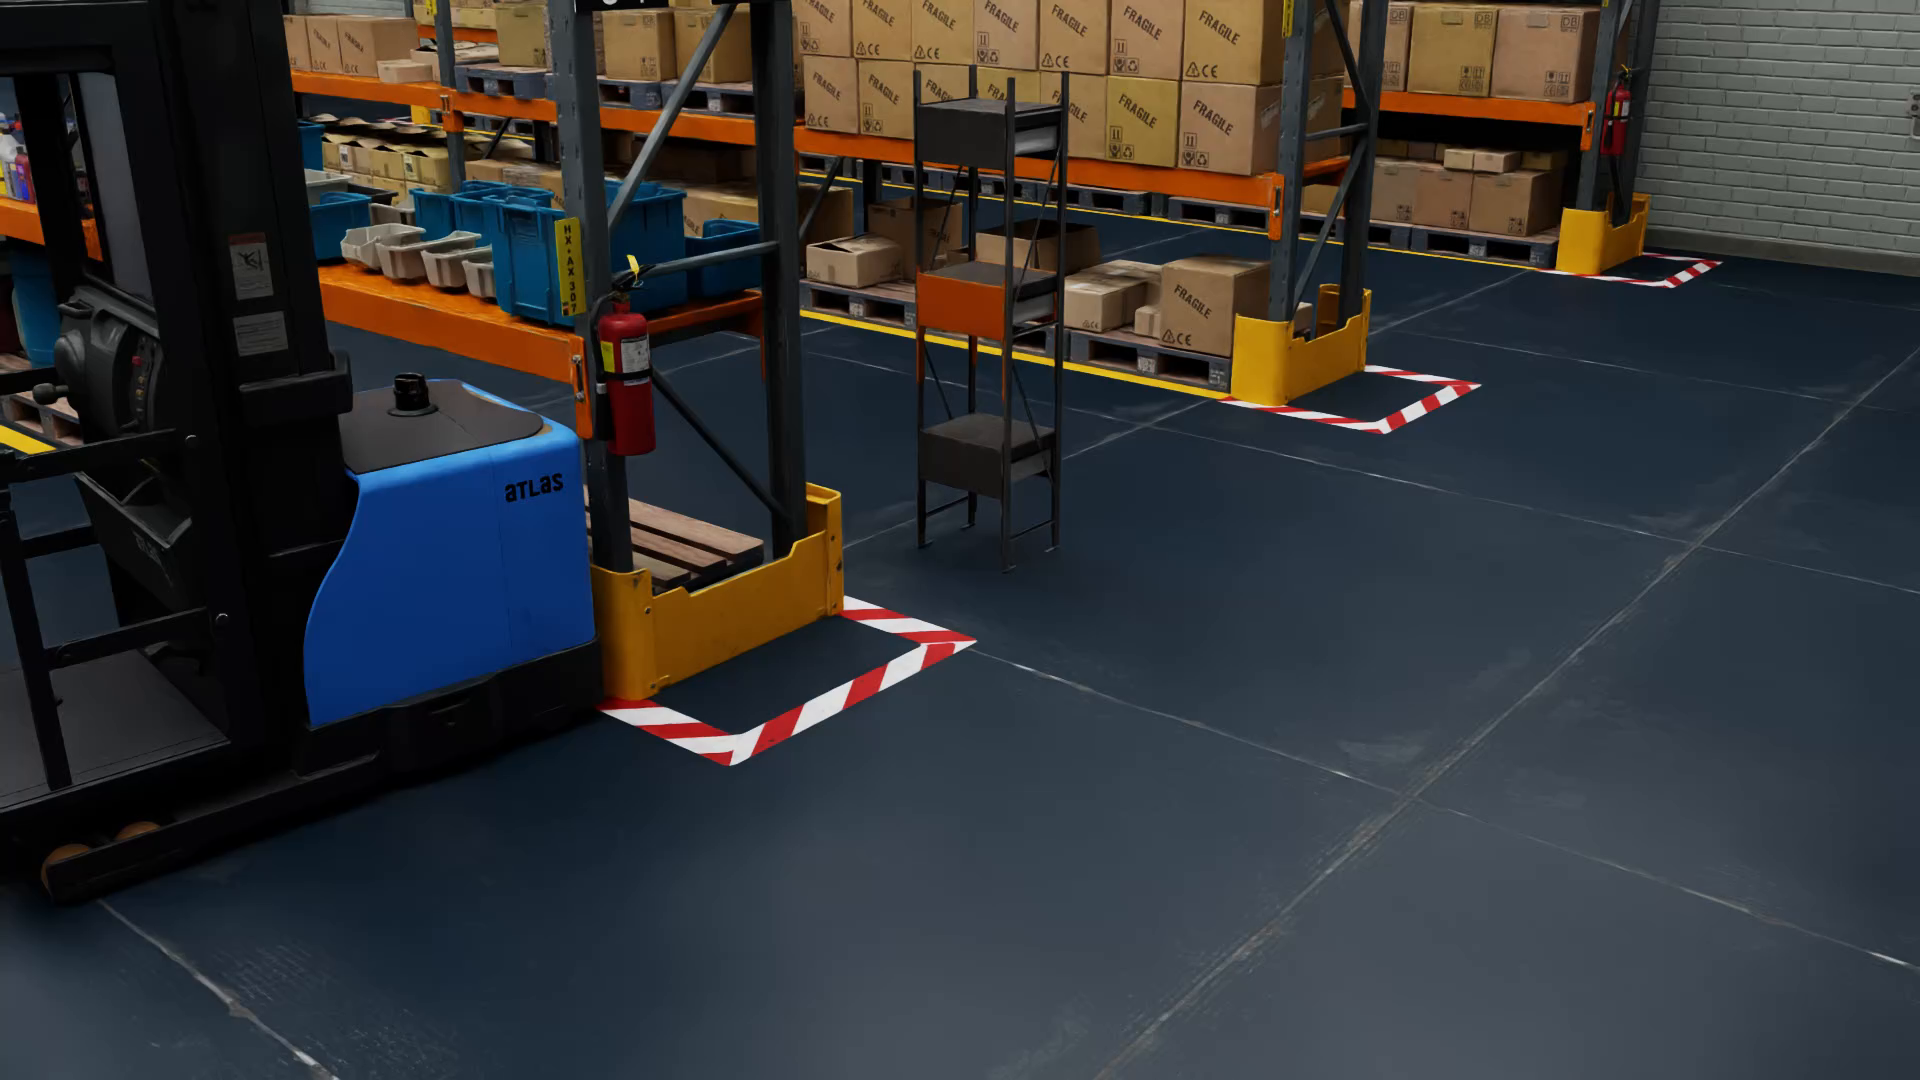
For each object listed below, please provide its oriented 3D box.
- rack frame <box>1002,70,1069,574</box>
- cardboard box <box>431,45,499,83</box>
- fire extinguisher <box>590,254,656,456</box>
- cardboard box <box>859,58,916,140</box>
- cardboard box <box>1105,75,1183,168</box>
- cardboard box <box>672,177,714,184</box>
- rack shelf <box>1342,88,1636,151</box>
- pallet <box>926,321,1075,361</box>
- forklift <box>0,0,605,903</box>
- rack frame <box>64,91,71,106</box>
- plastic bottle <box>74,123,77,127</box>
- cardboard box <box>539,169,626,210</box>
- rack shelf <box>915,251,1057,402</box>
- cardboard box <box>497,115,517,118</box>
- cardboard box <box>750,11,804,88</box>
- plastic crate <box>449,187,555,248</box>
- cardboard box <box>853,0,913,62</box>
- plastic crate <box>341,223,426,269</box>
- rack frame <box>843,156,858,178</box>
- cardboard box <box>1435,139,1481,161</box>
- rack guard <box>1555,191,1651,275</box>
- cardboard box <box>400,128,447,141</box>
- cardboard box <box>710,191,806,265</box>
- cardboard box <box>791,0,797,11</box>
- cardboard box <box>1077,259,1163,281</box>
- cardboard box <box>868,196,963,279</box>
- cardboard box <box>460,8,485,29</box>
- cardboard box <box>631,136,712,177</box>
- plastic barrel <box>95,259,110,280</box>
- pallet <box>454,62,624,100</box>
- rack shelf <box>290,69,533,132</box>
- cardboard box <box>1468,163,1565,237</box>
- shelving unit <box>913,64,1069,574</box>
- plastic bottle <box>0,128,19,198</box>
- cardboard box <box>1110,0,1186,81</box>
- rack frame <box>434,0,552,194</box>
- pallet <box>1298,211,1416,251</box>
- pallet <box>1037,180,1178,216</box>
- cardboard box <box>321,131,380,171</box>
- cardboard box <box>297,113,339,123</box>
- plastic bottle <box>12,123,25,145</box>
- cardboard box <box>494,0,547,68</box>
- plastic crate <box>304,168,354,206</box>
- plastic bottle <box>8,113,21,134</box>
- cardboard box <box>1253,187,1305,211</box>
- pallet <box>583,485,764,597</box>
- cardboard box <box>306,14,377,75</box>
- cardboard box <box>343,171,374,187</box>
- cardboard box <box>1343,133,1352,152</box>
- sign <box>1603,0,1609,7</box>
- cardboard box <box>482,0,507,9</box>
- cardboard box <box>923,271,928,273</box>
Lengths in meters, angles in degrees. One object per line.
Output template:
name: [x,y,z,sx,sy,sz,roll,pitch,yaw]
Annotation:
rack frame: [0.317,-0.891,7.055,0.015,2.100,0.400,16,26,36]
cardboard box: [-4.302,-4.192,14.661,0.500,0.311,0.500,18,27,40]
fire extinguisher: [-1.156,-0.634,5.738,0.183,0.674,0.296,16,26,36]
cardboard box: [-0.328,-2.994,11.215,0.500,0.500,0.500,17,26,37]
cardboard box: [1.227,-2.543,10.020,0.500,0.500,0.500,16,26,37]
cardboard box: [-1.973,-2.689,13.467,0.500,0.500,0.500,16,26,37]
rack shelf: [3.730,-3.821,14.569,4.000,0.370,1.077,16,26,36]
pallet: [0.532,-1.518,11.395,1.213,0.211,1.003,16,26,36]
forklift: [-2.713,-0.520,4.893,3.031,2.935,1.130,-17,27,-38]
rack frame: [-10.246,-5.926,19.131,0.127,3.000,1.000,16,26,36]
plastic bottle: [-5.099,-2.303,9.700,0.135,0.276,0.152,16,26,36]
cardboard box: [-3.082,-2.769,13.679,0.500,0.500,0.500,16,26,36]
rack shelf: [0.128,-0.933,7.205,0.480,0.518,0.431,16,26,36]
cardboard box: [-5.659,-5.834,21.806,0.500,0.500,0.700,14,25,33]
cardboard box: [-1.175,-3.659,12.383,0.500,0.500,0.700,7,22,18]
plastic crate: [-1.988,-1.392,7.260,0.300,0.233,0.416,16,26,36]
cardboard box: [-0.362,-3.466,11.050,0.500,0.500,0.500,15,25,35]
plastic crate: [-2.419,-1.225,6.955,0.250,0.136,0.298,16,26,36]
rack frame: [-0.919,-5.496,17.991,0.127,3.000,1.000,16,26,36]
cardboard box: [4.310,-3.366,14.371,0.250,0.149,0.380,16,26,37]
rack guard: [5.298,-2.536,13.685,0.348,0.500,1.175,16,26,36]
cardboard box: [-5.074,-3.740,15.841,0.500,0.311,0.500,15,25,35]
cardboard box: [-1.513,-2.317,12.479,0.500,0.500,0.500,16,26,36]
cardboard box: [-1.739,-5.968,18.478,0.500,0.500,0.700,13,24,31]
cardboard box: [1.133,-1.697,11.192,0.500,0.250,0.500,16,26,36]
cardboard box: [-0.328,-2.235,12.264,0.500,0.500,0.500,16,26,36]
cardboard box: [-6.137,-6.797,21.626,0.500,0.250,0.500,16,26,35]
cardboard box: [-2.334,-3.145,13.614,0.500,0.250,0.500,15,26,35]
plastic barrel: [-4.495,-1.236,9.074,0.708,0.901,0.600,16,26,36]
pallet: [-3.479,-3.919,14.082,1.003,0.211,1.213,16,26,36]
rack shelf: [-5.598,-4.251,15.709,4.000,0.370,1.077,16,26,36]
cardboard box: [4.673,-2.867,13.967,0.500,0.500,0.700,16,26,36]
shelving unit: [0.128,-0.946,7.200,0.503,2.100,0.431,16,26,36]
plastic bottle: [-5.003,-1.988,8.759,0.185,0.351,0.144,16,26,36]
cardboard box: [1.239,-3.007,9.834,0.500,0.500,0.500,17,26,38]
rack frame: [-4.048,-4.141,14.398,0.127,3.000,1.000,16,26,36]
pallet: [3.669,-2.836,14.889,1.213,0.211,1.003,16,26,36]
pallet: [1.535,-3.450,16.519,1.213,0.211,1.003,16,26,36]
cardboard box: [-5.792,-3.703,15.743,0.500,0.311,0.500,17,26,38]
cardboard box: [-6.652,-4.194,17.045,0.500,0.311,0.500,16,26,36]
plastic bottle: [-5.055,-2.069,8.973,0.185,0.351,0.144,16,26,36]
cardboard box: [-3.489,-4.275,14.016,0.500,0.500,0.700,7,22,18]
plastic crate: [-3.018,-1.477,7.417,0.530,0.282,0.437,16,26,36]
plastic bottle: [-5.662,-2.424,10.010,0.133,0.283,0.061,16,26,36]
cardboard box: [3.082,-3.323,15.176,0.500,0.500,0.700,16,26,36]
pallet: [-1.600,0.107,7.085,1.213,0.211,1.003,16,26,36]
cardboard box: [-5.766,-4.675,15.673,0.500,0.500,0.500,16,26,36]
cardboard box: [-5.399,-3.329,15.546,0.500,0.250,0.500,17,26,37]
cardboard box: [3.517,-3.594,14.975,0.250,0.149,0.380,16,26,37]
sign: [4.925,-4.219,12.627,0.005,0.325,0.100,16,26,36]
cardboard box: [-5.756,-7.040,21.208,0.500,0.500,0.500,17,27,38]
cardboard box: [-0.084,-1.786,11.544,0.250,0.166,0.380,16,26,36]
